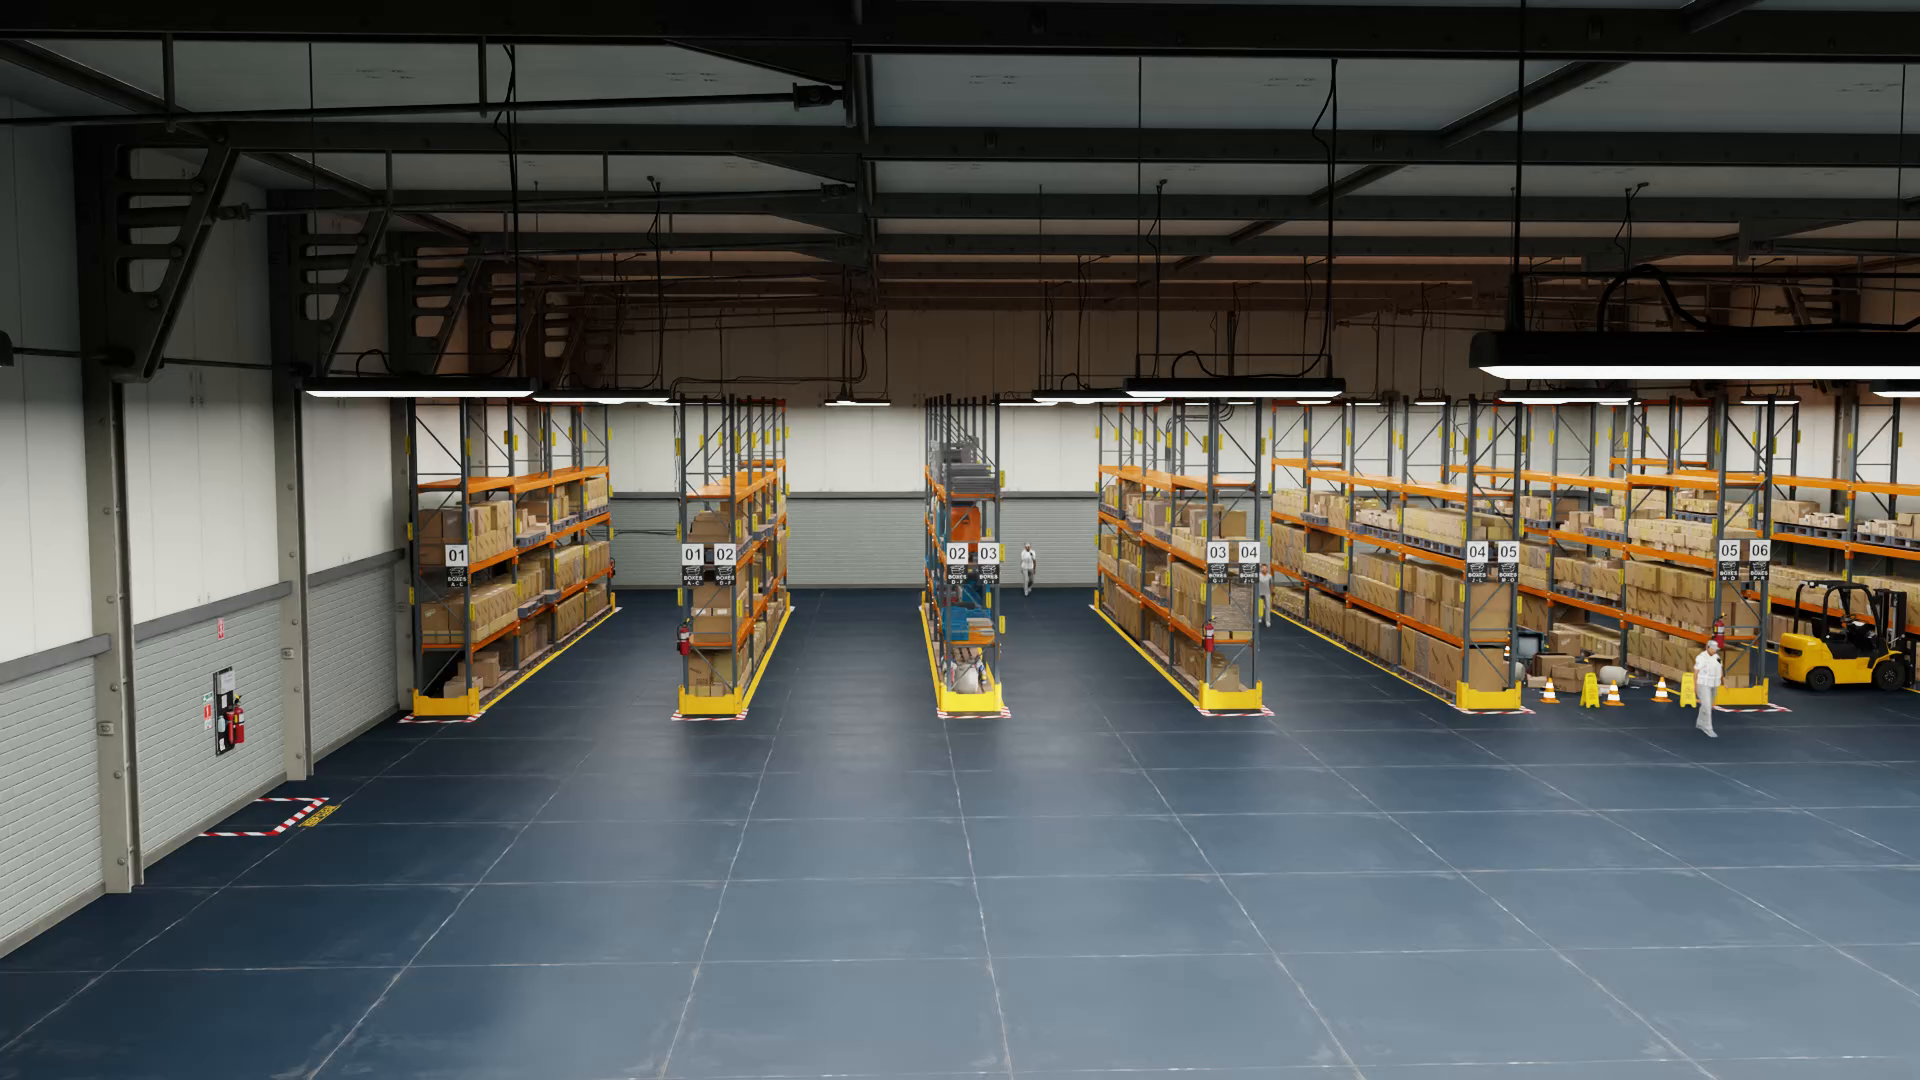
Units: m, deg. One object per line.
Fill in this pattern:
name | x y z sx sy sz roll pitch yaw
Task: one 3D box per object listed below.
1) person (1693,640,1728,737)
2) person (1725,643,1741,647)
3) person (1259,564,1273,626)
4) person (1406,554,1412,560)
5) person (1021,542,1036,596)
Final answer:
person | 13.216 2.587 29.297 0.529 1.673 0.679 -1 5 -18
person | 16.963 2.054 36.288 0.506 1.619 0.625 -2 5 -21
person | 8.031 1.428 43.909 0.511 1.604 1.054 0 5 2
person | 13.266 0.944 49.450 0.964 1.742 0.531 -1 5 -7
person | 2.096 0.862 51.018 0.455 1.632 0.843 0 5 -5
